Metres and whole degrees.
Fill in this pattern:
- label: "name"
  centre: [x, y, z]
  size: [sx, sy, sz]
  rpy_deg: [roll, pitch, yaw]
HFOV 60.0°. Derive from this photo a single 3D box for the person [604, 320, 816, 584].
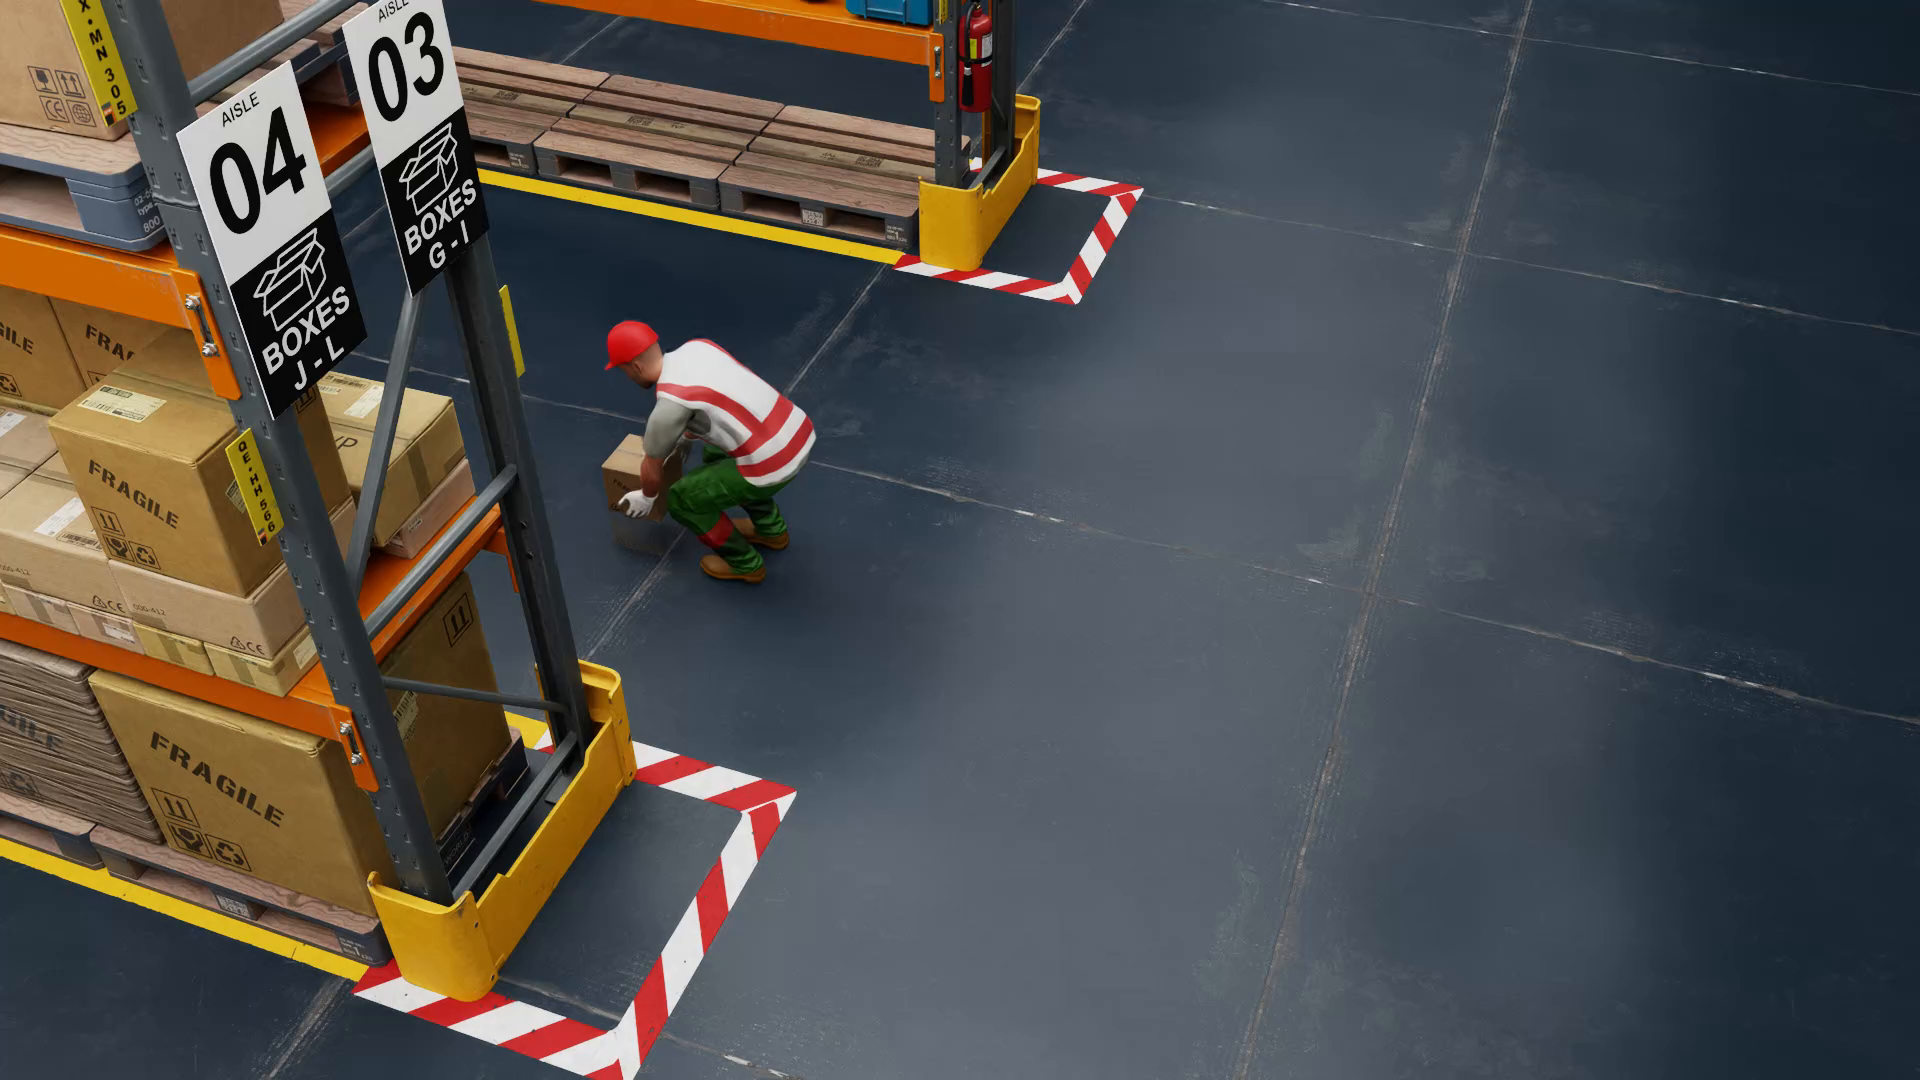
- label: "person"
  centre: [-1.045, -0.368, 7.022]
  size: [0.845, 1.186, 0.586]
  rpy_deg: [13, 43, 15]
